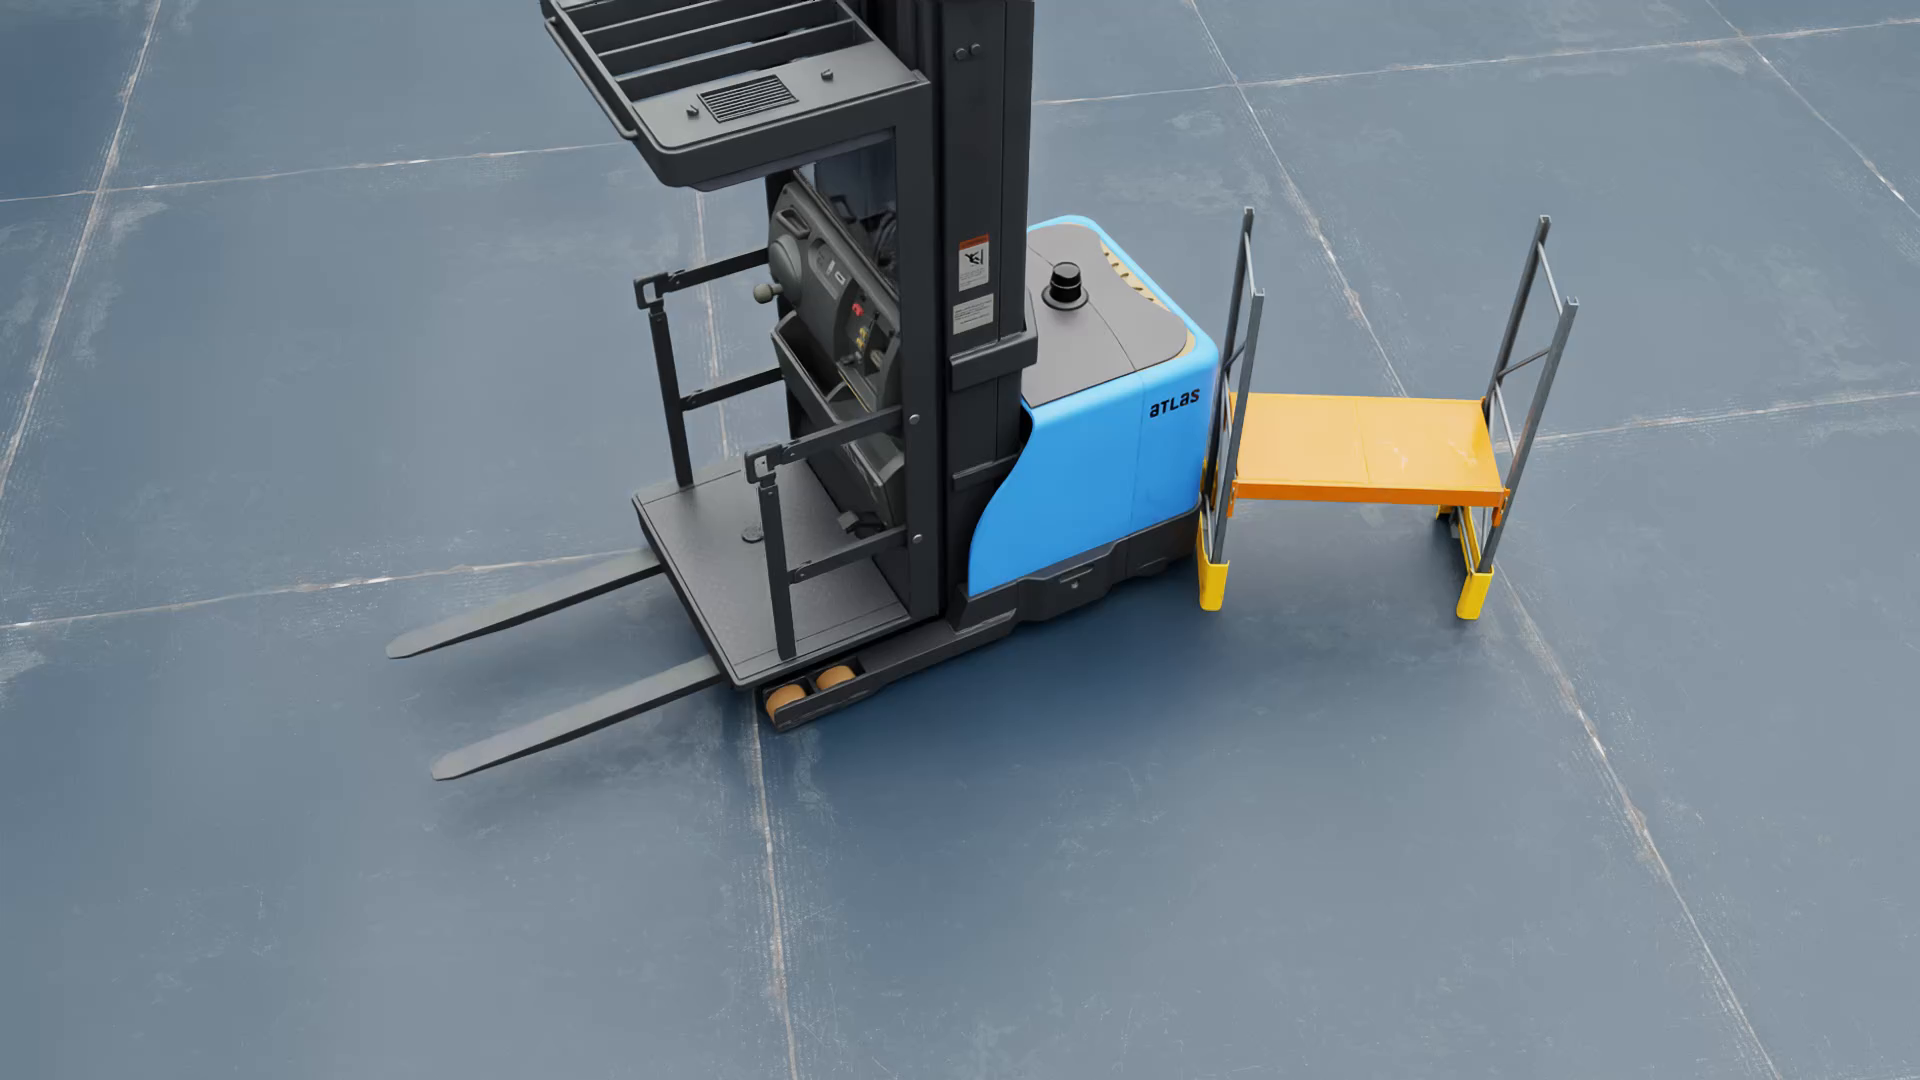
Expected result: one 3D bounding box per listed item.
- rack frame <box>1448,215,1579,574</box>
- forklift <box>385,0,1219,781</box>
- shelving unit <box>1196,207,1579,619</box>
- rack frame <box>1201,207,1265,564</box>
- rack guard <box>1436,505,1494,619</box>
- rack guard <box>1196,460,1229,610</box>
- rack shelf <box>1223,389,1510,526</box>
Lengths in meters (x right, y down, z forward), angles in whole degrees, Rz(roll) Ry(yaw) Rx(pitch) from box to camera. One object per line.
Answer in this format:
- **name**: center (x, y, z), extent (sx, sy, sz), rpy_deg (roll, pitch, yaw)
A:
- **rack frame**: center (2.009, -0.423, 6.116), extent (0.032, 1.500, 0.500), rpy_deg (2, 46, 2)
- **forklift**: center (-0.605, -0.765, 5.452), extent (3.031, 2.935, 1.130), rpy_deg (-21, 50, -19)
- **shelving unit**: center (1.492, -0.441, 6.134), extent (1.083, 1.500, 0.587), rpy_deg (2, 46, 2)
- **rack frame**: center (0.994, -0.459, 6.151), extent (0.032, 1.500, 0.500), rpy_deg (2, 46, 2)
- **rack guard**: center (1.990, 0.010, 6.567), extent (0.087, 0.250, 0.587), rpy_deg (2, 46, 2)
- **rack guard**: center (0.995, -0.025, 6.601), extent (0.087, 0.250, 0.587), rpy_deg (2, 46, 2)
- **rack shelf**: center (1.501, -0.316, 6.263), extent (1.000, 0.185, 0.538), rpy_deg (2, 46, 2)
